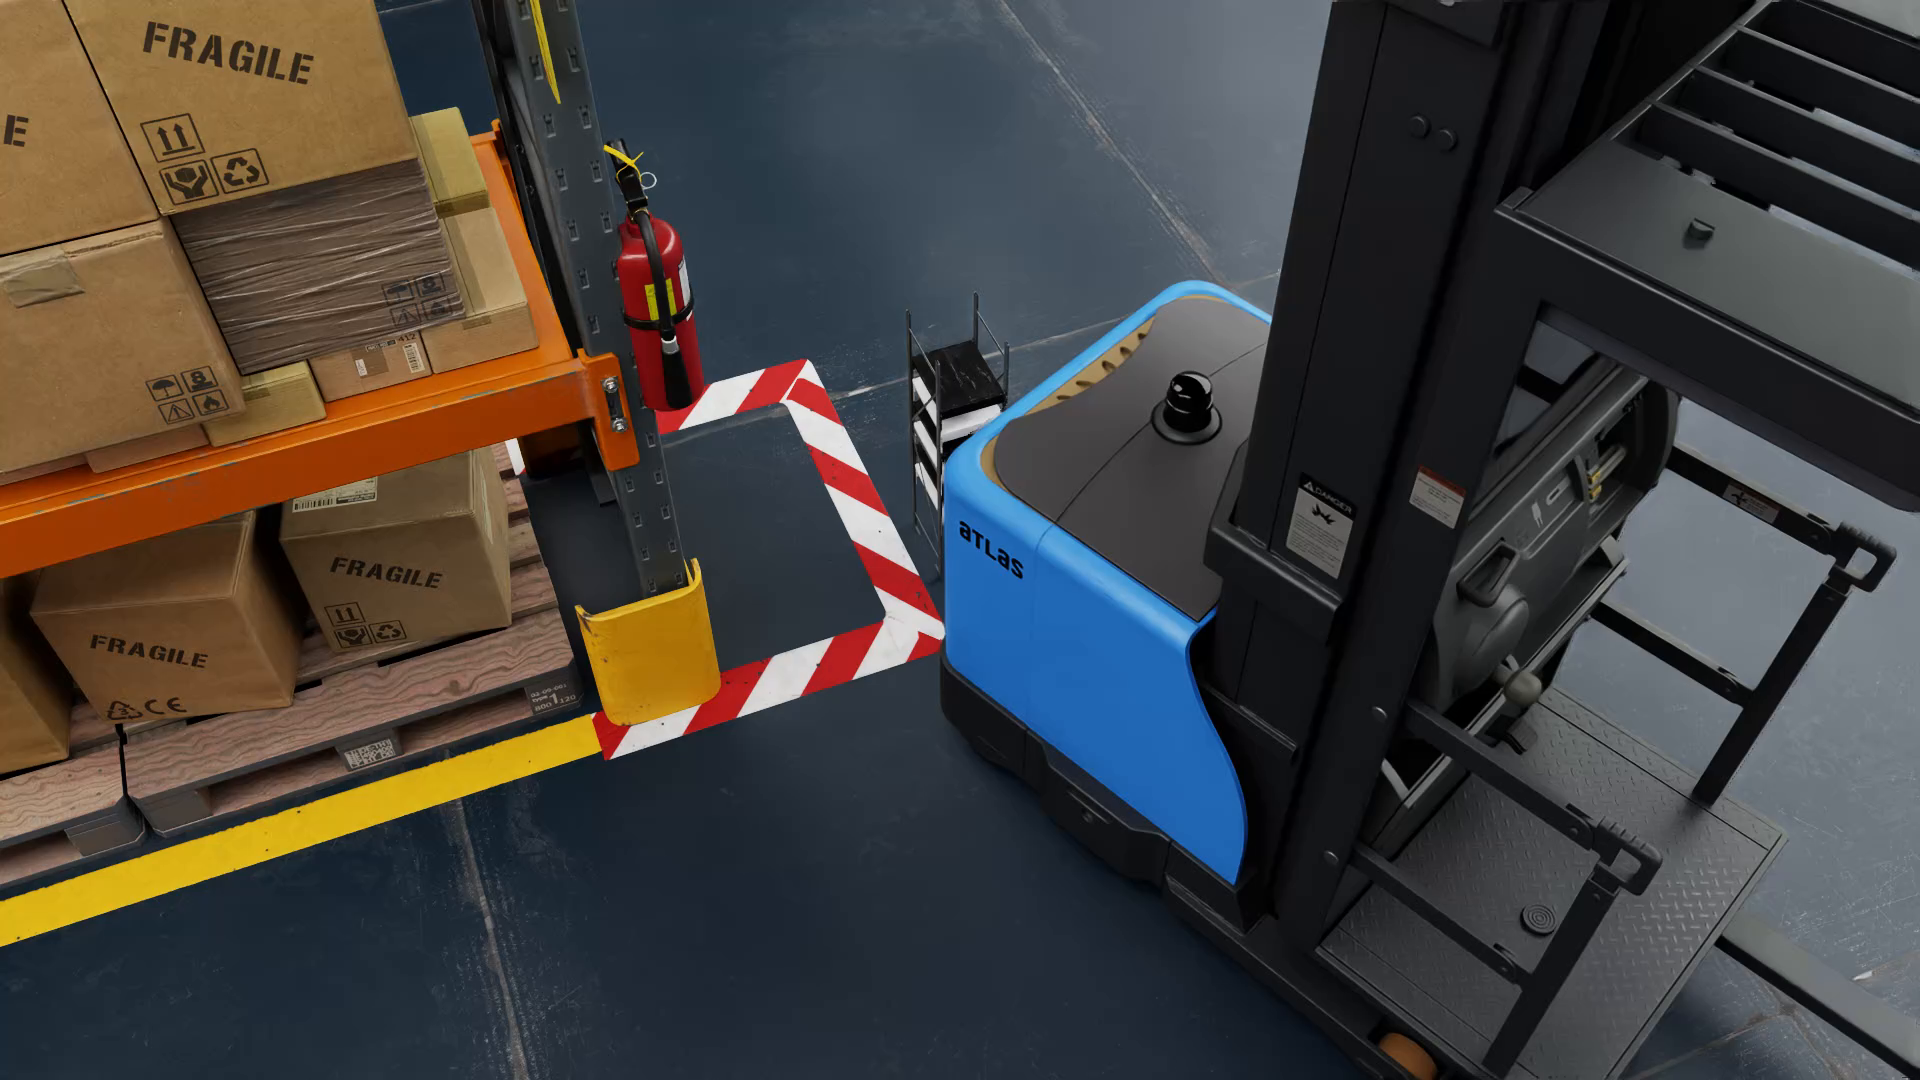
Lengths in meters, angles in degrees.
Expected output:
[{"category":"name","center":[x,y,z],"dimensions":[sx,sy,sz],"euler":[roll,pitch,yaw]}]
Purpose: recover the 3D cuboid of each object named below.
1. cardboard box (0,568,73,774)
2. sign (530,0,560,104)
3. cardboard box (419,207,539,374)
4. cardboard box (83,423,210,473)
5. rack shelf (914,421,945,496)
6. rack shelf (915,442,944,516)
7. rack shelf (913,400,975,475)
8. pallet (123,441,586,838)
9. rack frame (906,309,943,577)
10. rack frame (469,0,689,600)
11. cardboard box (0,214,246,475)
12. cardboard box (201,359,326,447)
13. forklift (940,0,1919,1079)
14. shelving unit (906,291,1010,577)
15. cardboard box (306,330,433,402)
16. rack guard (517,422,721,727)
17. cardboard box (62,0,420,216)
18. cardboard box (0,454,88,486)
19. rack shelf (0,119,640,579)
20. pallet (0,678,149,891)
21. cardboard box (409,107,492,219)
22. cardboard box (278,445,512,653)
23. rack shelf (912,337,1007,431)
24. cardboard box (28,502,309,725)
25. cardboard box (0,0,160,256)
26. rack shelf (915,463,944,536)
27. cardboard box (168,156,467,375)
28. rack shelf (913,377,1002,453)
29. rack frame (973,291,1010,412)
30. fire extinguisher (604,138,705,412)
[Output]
[{"category":"cardboard box","center":[-2.703,0.301,4.385],"dimensions":[0.500,0.500,0.500],"euler":[-13,51,-11]},{"category":"sign","center":[-0.800,-0.991,3.152],"dimensions":[0.005,0.325,0.100],"euler":[-17,52,-14]},{"category":"cardboard box","center":[-1.177,-0.597,3.951],"dimensions":[0.250,0.149,0.380],"euler":[-17,52,-14]},{"category":"cardboard box","center":[-1.858,-0.357,3.745],"dimensions":[0.250,0.149,0.380],"euler":[-17,52,-14]},{"category":"rack shelf","center":[-0.008,-0.269,4.932],"dimensions":[0.200,0.077,0.258],"euler":[-17,52,-14]},{"category":"rack shelf","center":[-0.008,-0.211,5.000],"dimensions":[0.200,0.077,0.258],"euler":[-17,52,-14]},{"category":"rack shelf","center":[-0.008,-0.328,4.864],"dimensions":[0.200,0.077,0.258],"euler":[-17,52,-14]},{"category":"pallet","center":[-1.827,0.232,4.911],"dimensions":[1.213,0.211,1.003],"euler":[-17,52,-14]},{"category":"rack frame","center":[-0.102,-0.262,4.882],"dimensions":[0.006,0.900,0.240],"euler":[-17,52,-14]},{"category":"rack frame","center":[-0.992,-0.906,4.051],"dimensions":[0.127,3.000,1.000],"euler":[-17,52,-14]},{"category":"cardboard box","center":[-1.929,-0.669,3.586],"dimensions":[0.500,0.500,0.875],"euler":[-17,52,-14]},{"category":"cardboard box","center":[-1.621,-0.418,3.798],"dimensions":[0.250,0.149,0.380],"euler":[-17,52,-14]},{"category":"forklift","center":[1.358,0.059,3.267],"dimensions":[3.031,2.935,1.130],"euler":[36,58,27]},{"category":"shelving unit","center":[-0.008,-0.291,4.907],"dimensions":[0.210,0.900,0.258],"euler":[-17,52,-14]},{"category":"cardboard box","center":[-1.409,-0.526,3.890],"dimensions":[0.250,0.149,0.380],"euler":[-17,52,-14]},{"category":"rack guard","center":[-1.062,-0.070,4.980],"dimensions":[0.348,0.500,1.175],"euler":[-17,52,-14]},{"category":"cardboard box","center":[-1.407,-1.030,3.236],"dimensions":[0.500,0.500,0.500],"euler":[-17,52,-14]},{"category":"cardboard box","center":[-2.105,-0.315,3.709],"dimensions":[0.250,0.149,0.380],"euler":[-17,52,-14]},{"category":"rack shelf","center":[-2.843,-0.098,3.831],"dimensions":[4.000,0.370,1.077],"euler":[-17,52,-14]},{"category":"pallet","center":[-2.955,0.579,4.613],"dimensions":[1.213,0.211,1.003],"euler":[-17,52,-14]},{"category":"cardboard box","center":[-1.346,-0.910,4.220],"dimensions":[0.250,0.149,0.380],"euler":[-17,52,-14]},{"category":"cardboard box","center":[-1.576,-0.061,4.696],"dimensions":[0.500,0.500,0.500],"euler":[-9,50,-7]},{"category":"rack shelf","center":[-0.008,-0.445,4.727],"dimensions":[0.200,0.077,0.258],"euler":[-17,52,-14]},{"category":"cardboard box","center":[-2.116,0.134,4.528],"dimensions":[0.500,0.500,0.500],"euler":[-5,50,-5]},{"category":"cardboard box","center":[-1.868,-0.883,3.110],"dimensions":[0.500,0.500,0.500],"euler":[-17,52,-14]},{"category":"rack shelf","center":[-0.008,-0.152,5.068],"dimensions":[0.200,0.077,0.258],"euler":[-17,52,-14]},{"category":"cardboard box","center":[-1.511,-0.897,3.781],"dimensions":[0.500,0.500,0.875],"euler":[-17,52,-14]},{"category":"rack shelf","center":[-0.008,-0.386,4.795],"dimensions":[0.200,0.077,0.258],"euler":[-17,52,-14]},{"category":"rack frame","center":[0.087,-0.320,4.932],"dimensions":[0.006,0.900,0.240],"euler":[-17,52,-14]},{"category":"fire extinguisher","center":[-0.711,-0.590,3.830],"dimensions":[0.183,0.674,0.296],"euler":[-17,52,-14]}]
